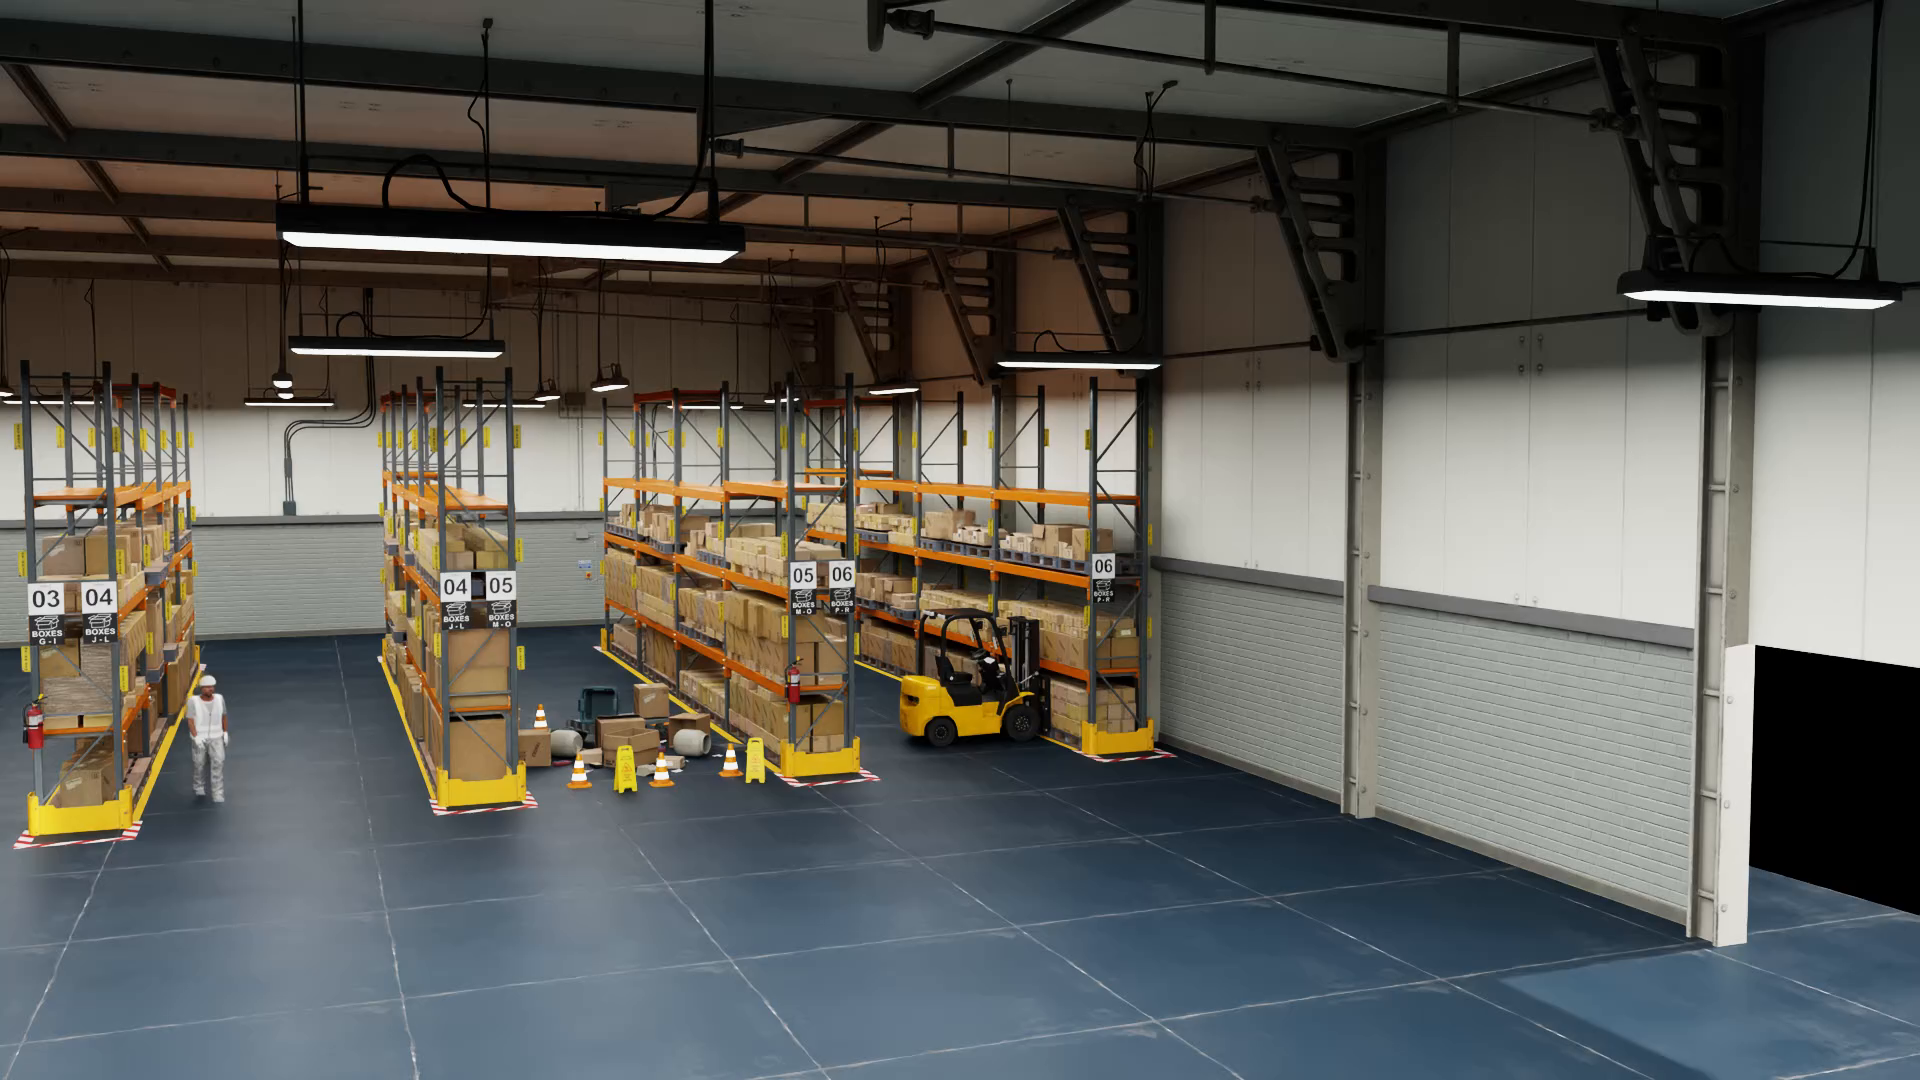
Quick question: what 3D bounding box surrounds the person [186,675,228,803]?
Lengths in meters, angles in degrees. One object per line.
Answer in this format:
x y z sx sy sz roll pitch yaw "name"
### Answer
-10.384 2.735 23.019 0.574 1.724 0.995 -3 4 -37 "person"
